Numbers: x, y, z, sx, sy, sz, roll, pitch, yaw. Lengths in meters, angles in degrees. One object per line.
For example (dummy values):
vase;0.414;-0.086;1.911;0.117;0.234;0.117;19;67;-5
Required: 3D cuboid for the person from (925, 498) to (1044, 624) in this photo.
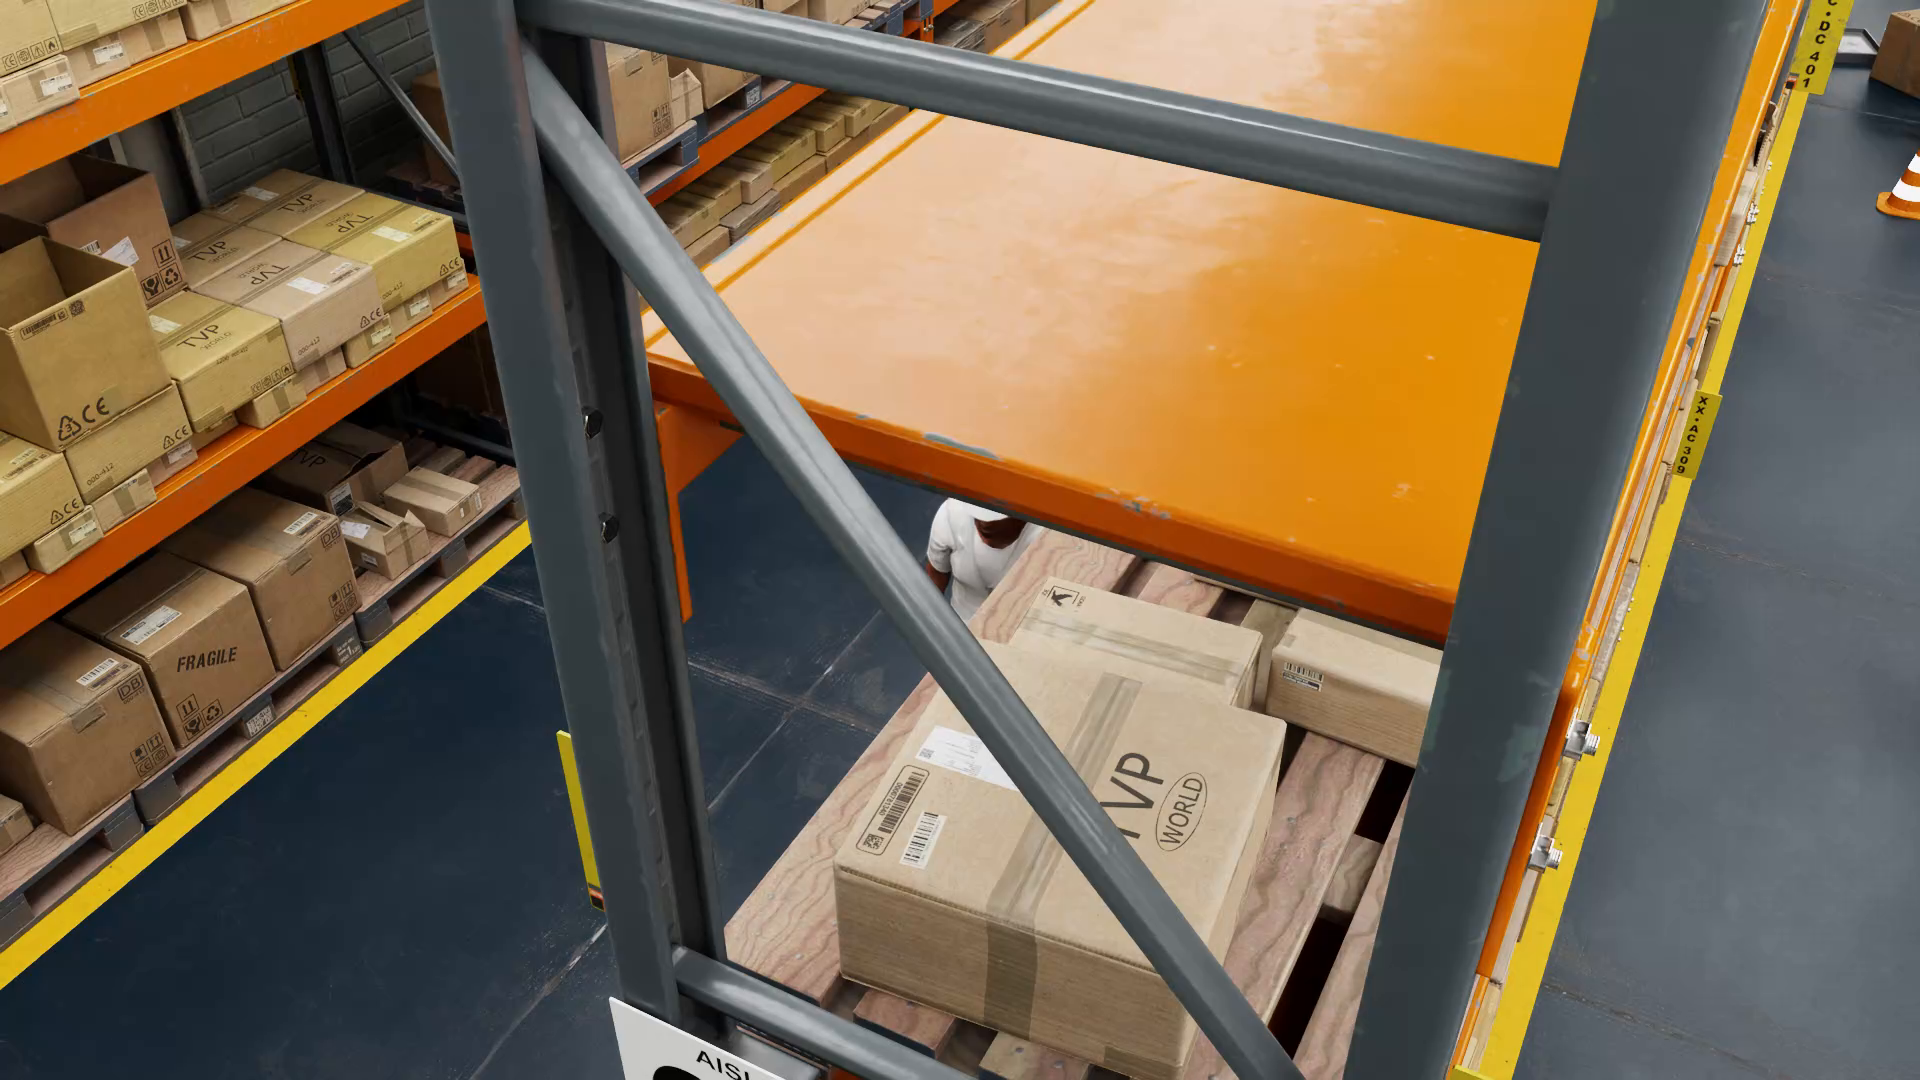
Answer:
person;0.137;0.379;6.245;0.637;1.761;0.456;16;41;20
